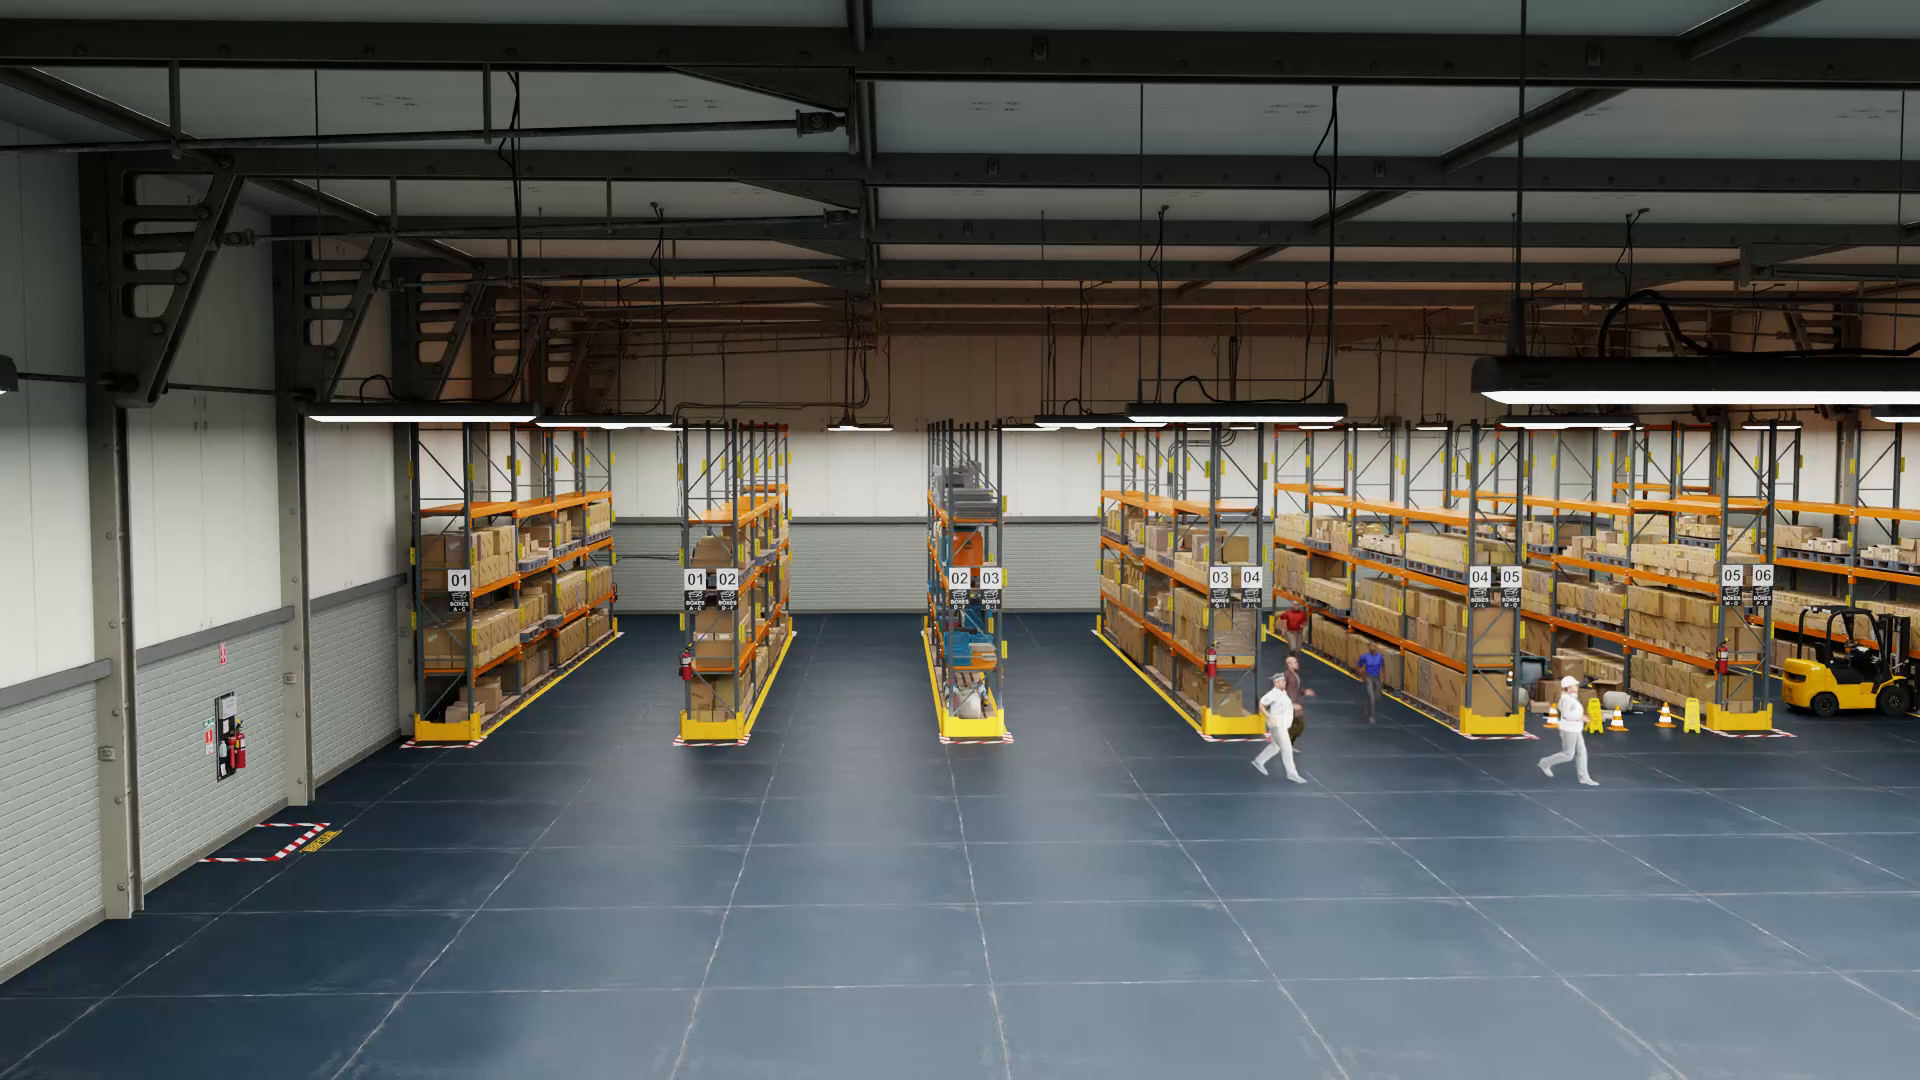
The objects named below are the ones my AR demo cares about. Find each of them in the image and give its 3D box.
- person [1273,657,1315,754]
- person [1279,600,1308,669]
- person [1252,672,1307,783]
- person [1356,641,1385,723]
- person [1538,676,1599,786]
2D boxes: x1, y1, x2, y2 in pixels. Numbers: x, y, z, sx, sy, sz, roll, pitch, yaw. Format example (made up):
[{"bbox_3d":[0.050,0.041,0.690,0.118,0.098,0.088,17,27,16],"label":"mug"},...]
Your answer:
[{"bbox_3d":[5.981,2.952,29.640,0.598,1.738,0.704,2,4,32],"label":"person"},{"bbox_3d":[8.052,2.310,39.980,0.637,1.720,0.675,-1,4,-8],"label":"person"},{"bbox_3d":[5.266,3.059,27.372,0.955,1.782,0.658,2,4,28],"label":"person"},{"bbox_3d":[8.175,2.805,33.114,0.604,1.618,0.607,-1,4,-10],"label":"person"},{"bbox_3d":[9.923,3.099,27.074,0.935,1.770,0.661,2,4,30],"label":"person"}]
